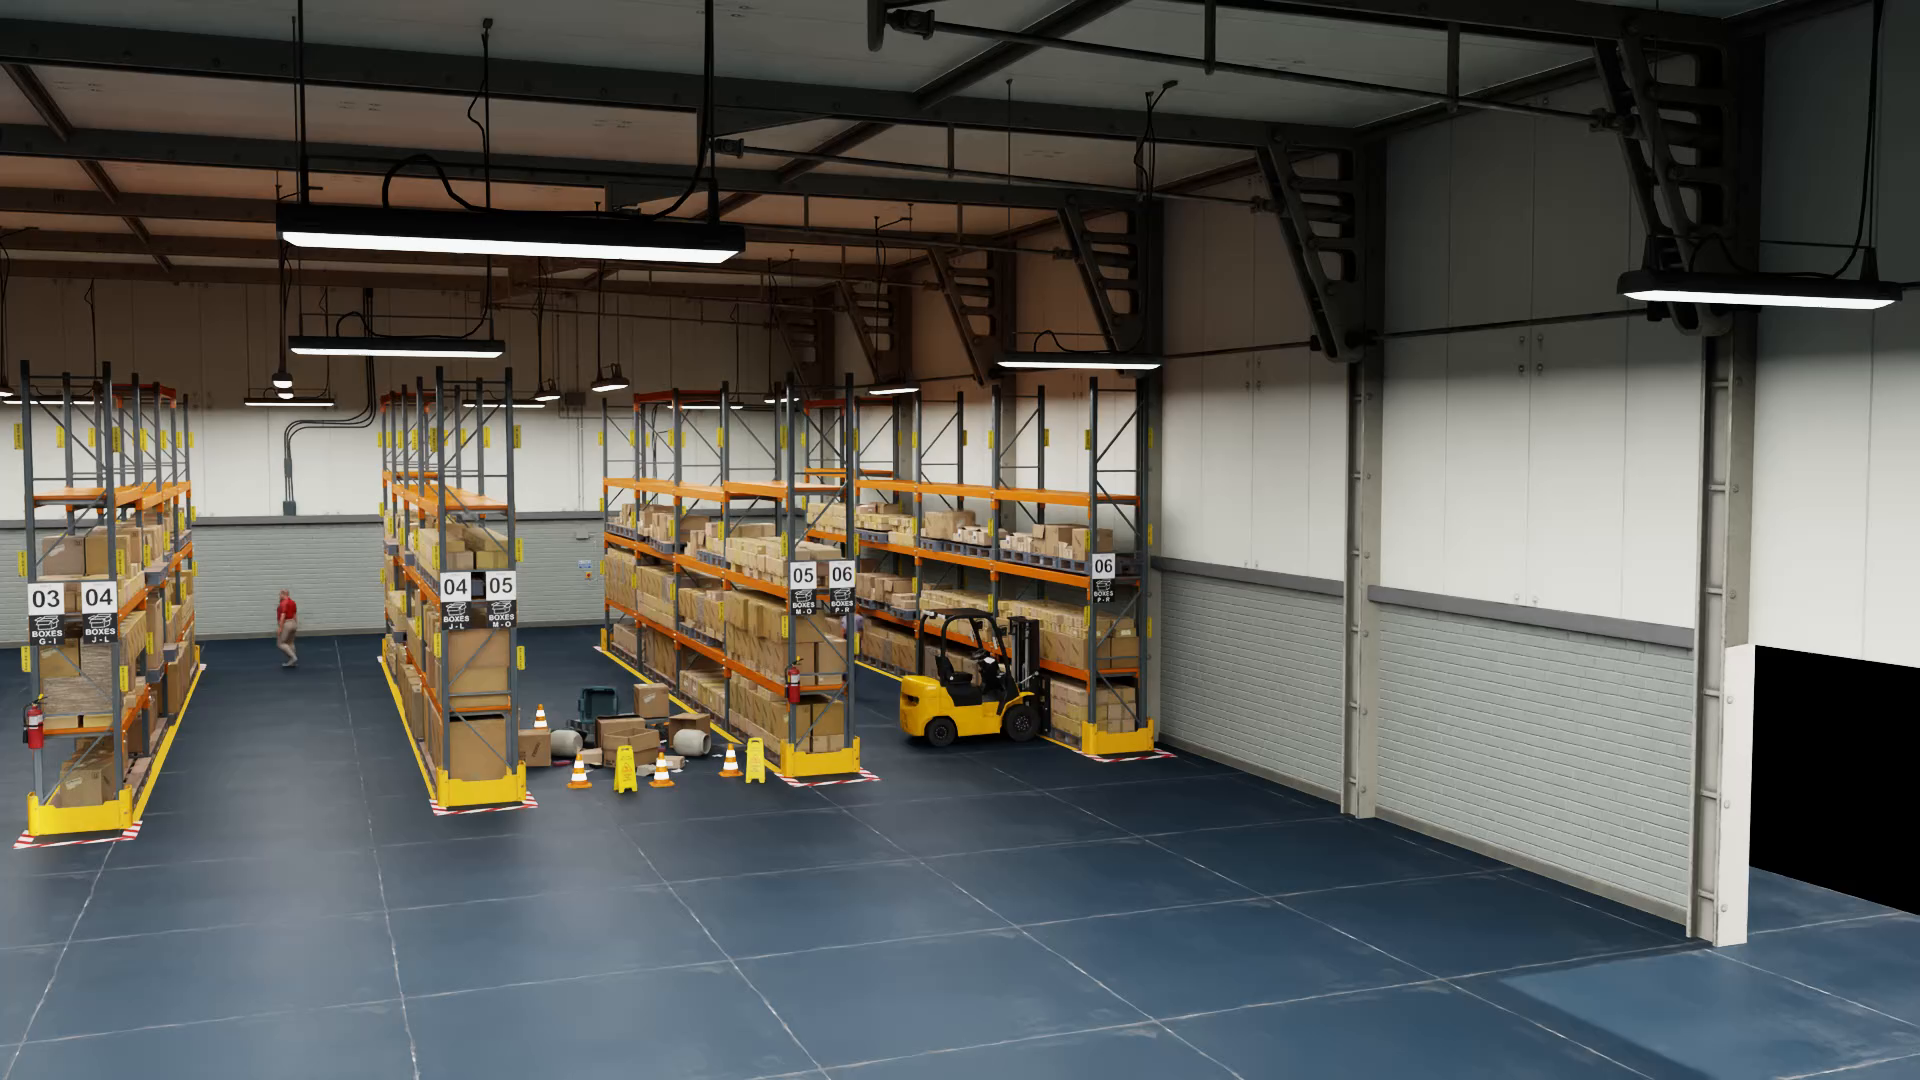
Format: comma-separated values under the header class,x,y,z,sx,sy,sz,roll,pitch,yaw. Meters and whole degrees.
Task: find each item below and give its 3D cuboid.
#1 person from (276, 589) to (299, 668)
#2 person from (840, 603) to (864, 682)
class,x,y,z,sx,sy,sz,roll,pitch,yaw
person,-14.767,1.939,36.637,0.510,1.729,0.583,0,3,7
person,-2.162,2.035,32.657,0.551,1.646,0.452,-2,4,-25
